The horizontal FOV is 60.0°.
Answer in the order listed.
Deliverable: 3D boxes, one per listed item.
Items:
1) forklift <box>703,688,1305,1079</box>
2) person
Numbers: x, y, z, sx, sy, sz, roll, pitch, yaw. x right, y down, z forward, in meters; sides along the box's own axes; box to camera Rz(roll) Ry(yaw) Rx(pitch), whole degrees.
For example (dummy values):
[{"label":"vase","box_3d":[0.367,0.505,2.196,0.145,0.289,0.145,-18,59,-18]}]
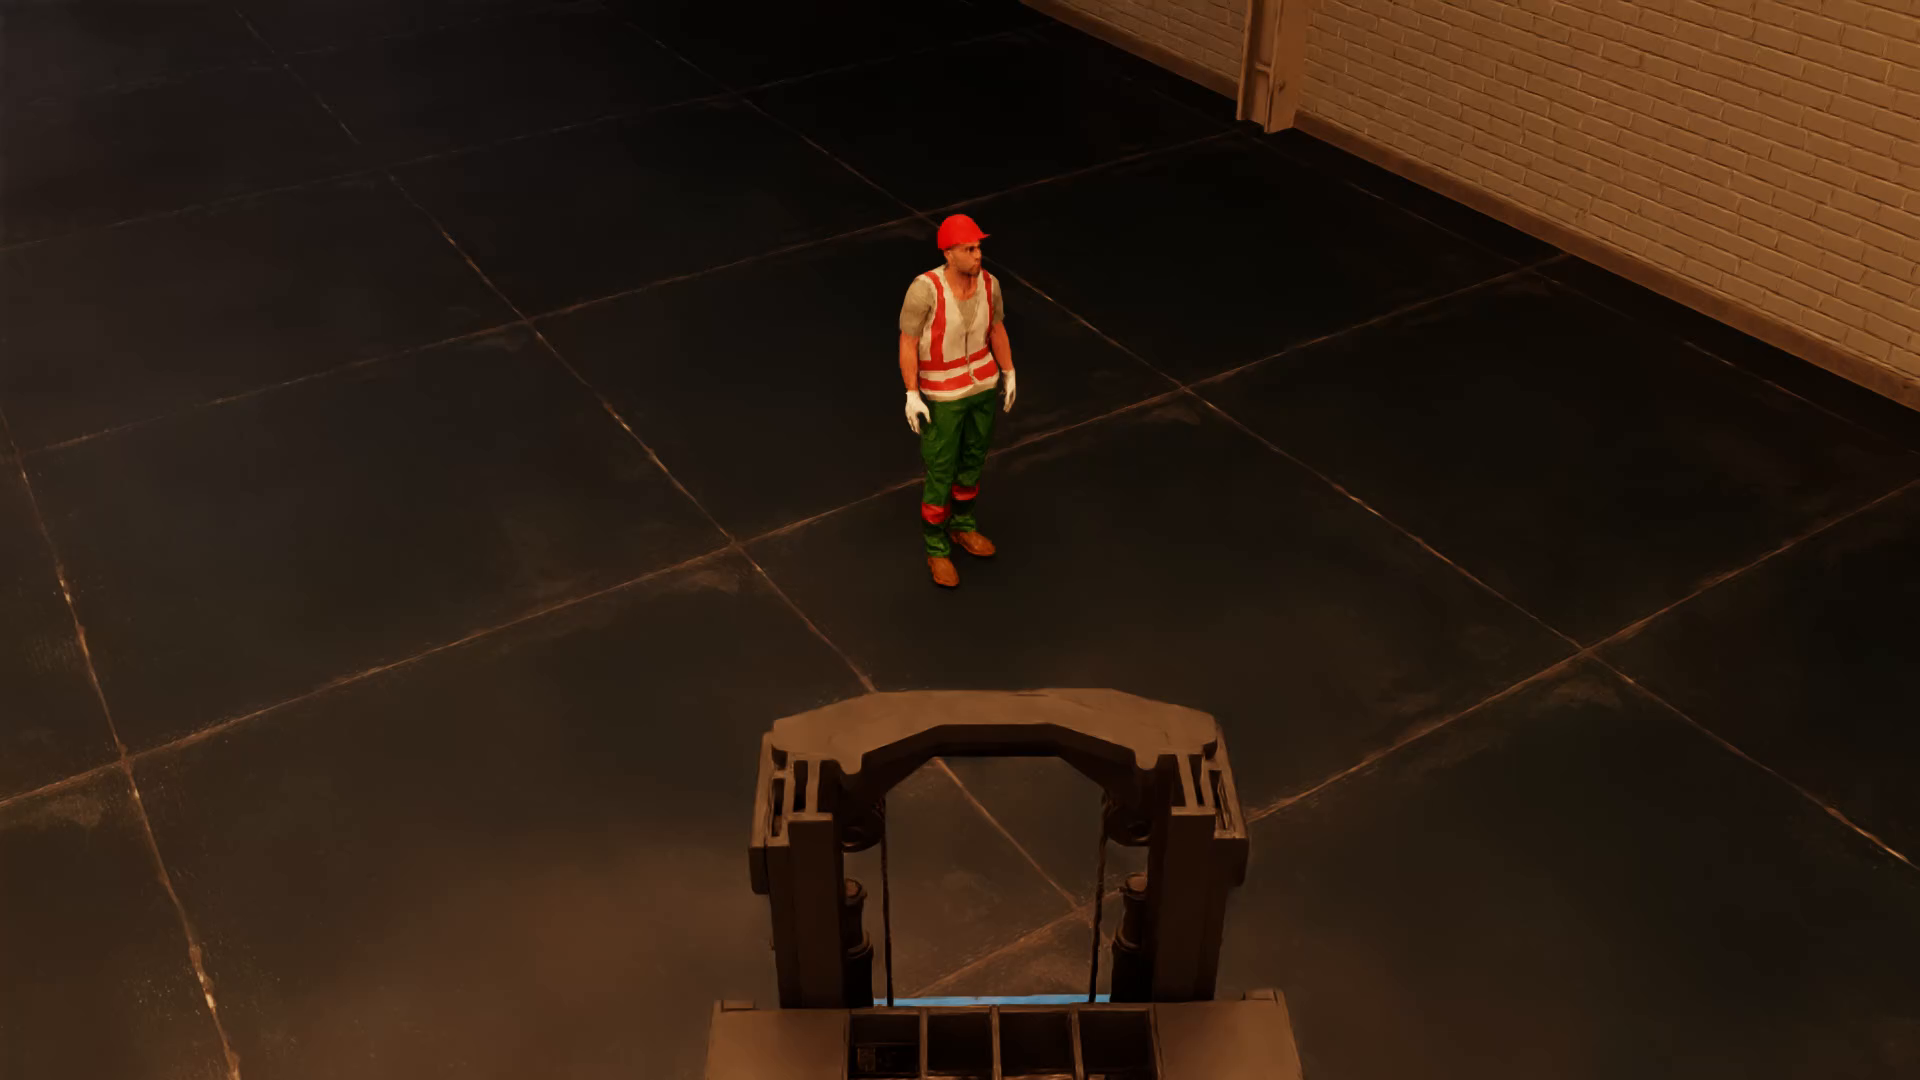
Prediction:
[{"label":"forklift","box_3d":[0.082,1.875,3.479,1.130,2.935,3.031,-1,35,-1]},{"label":"person","box_3d":[0.035,-0.694,8.120,0.637,1.783,0.563,-21,40,-27]}]
